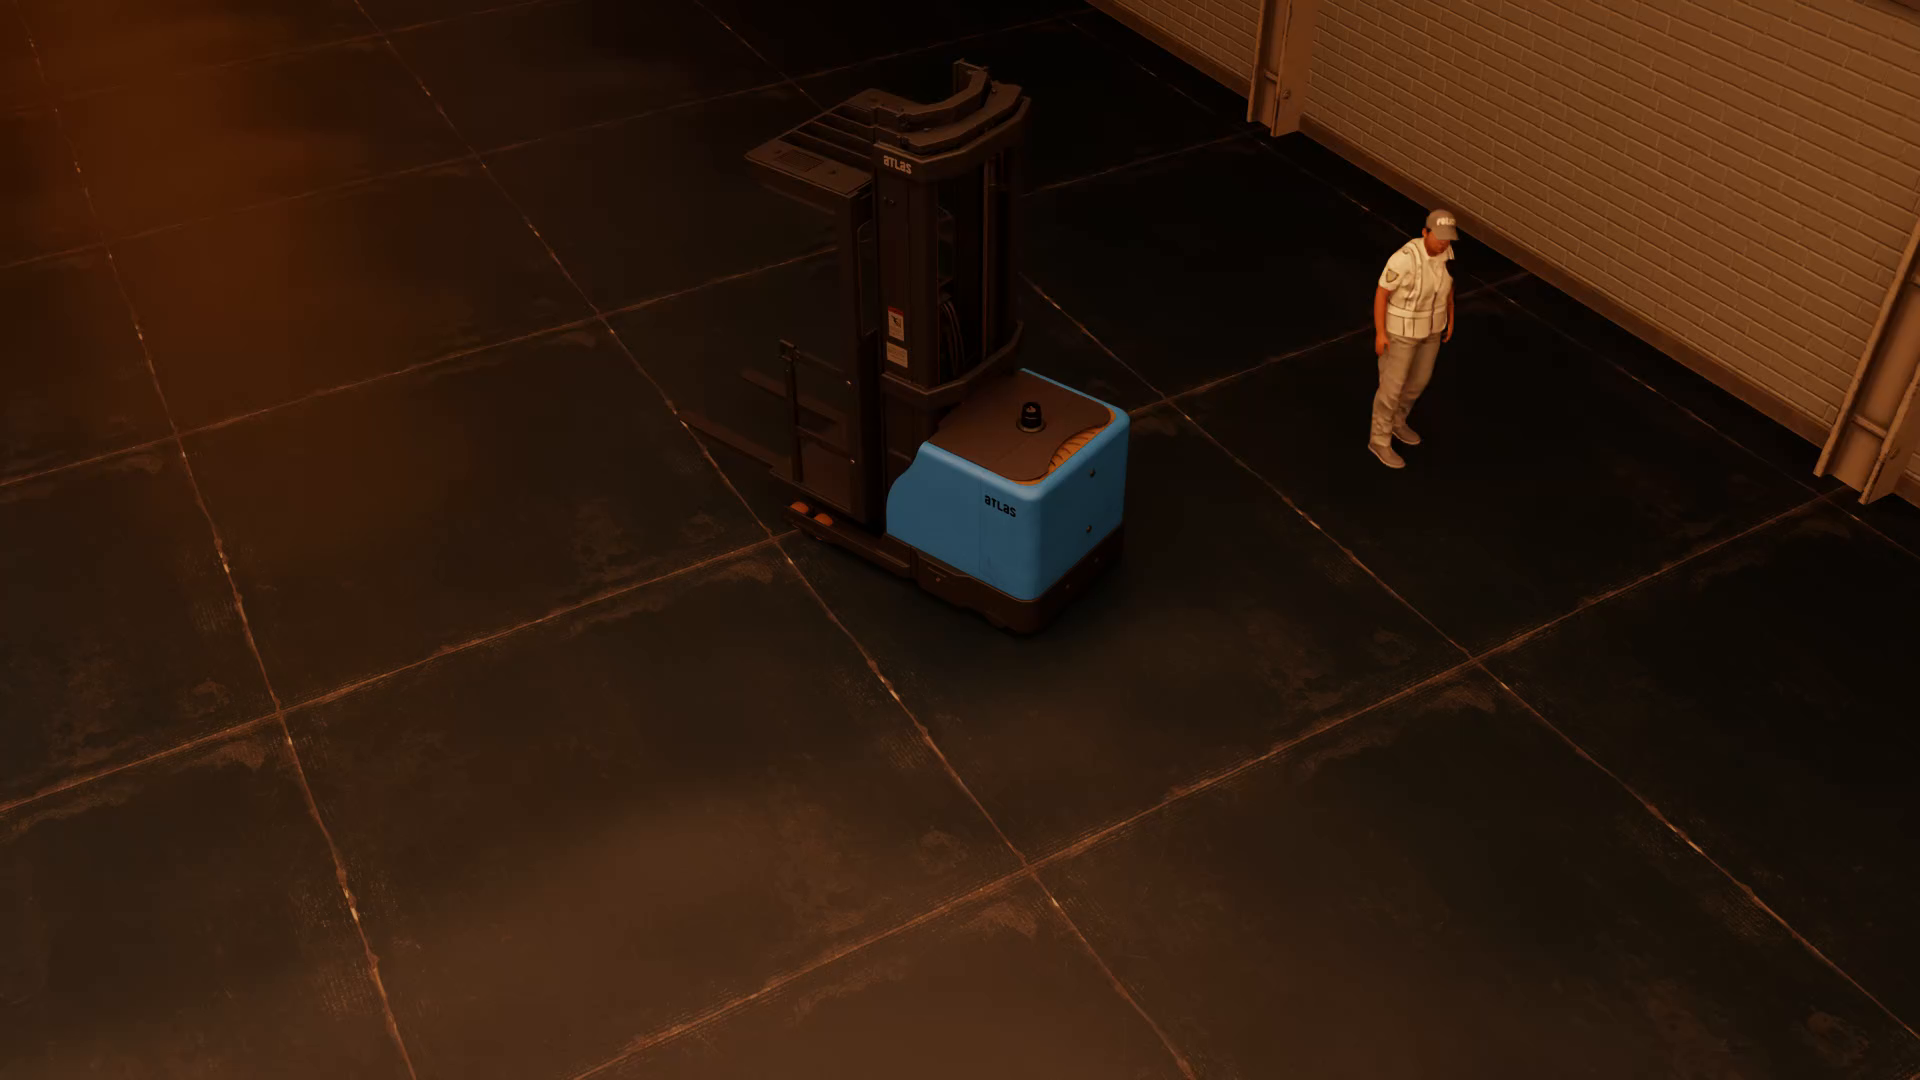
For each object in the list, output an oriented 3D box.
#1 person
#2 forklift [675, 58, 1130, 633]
[{"bbox_3d":[2.928,-1.306,10.601,0.615,1.671,0.527,-20,44,-23],"label":"person"},{"bbox_3d":[-0.481,-1.366,9.683,3.031,2.935,1.130,26,46,28],"label":"forklift"}]
